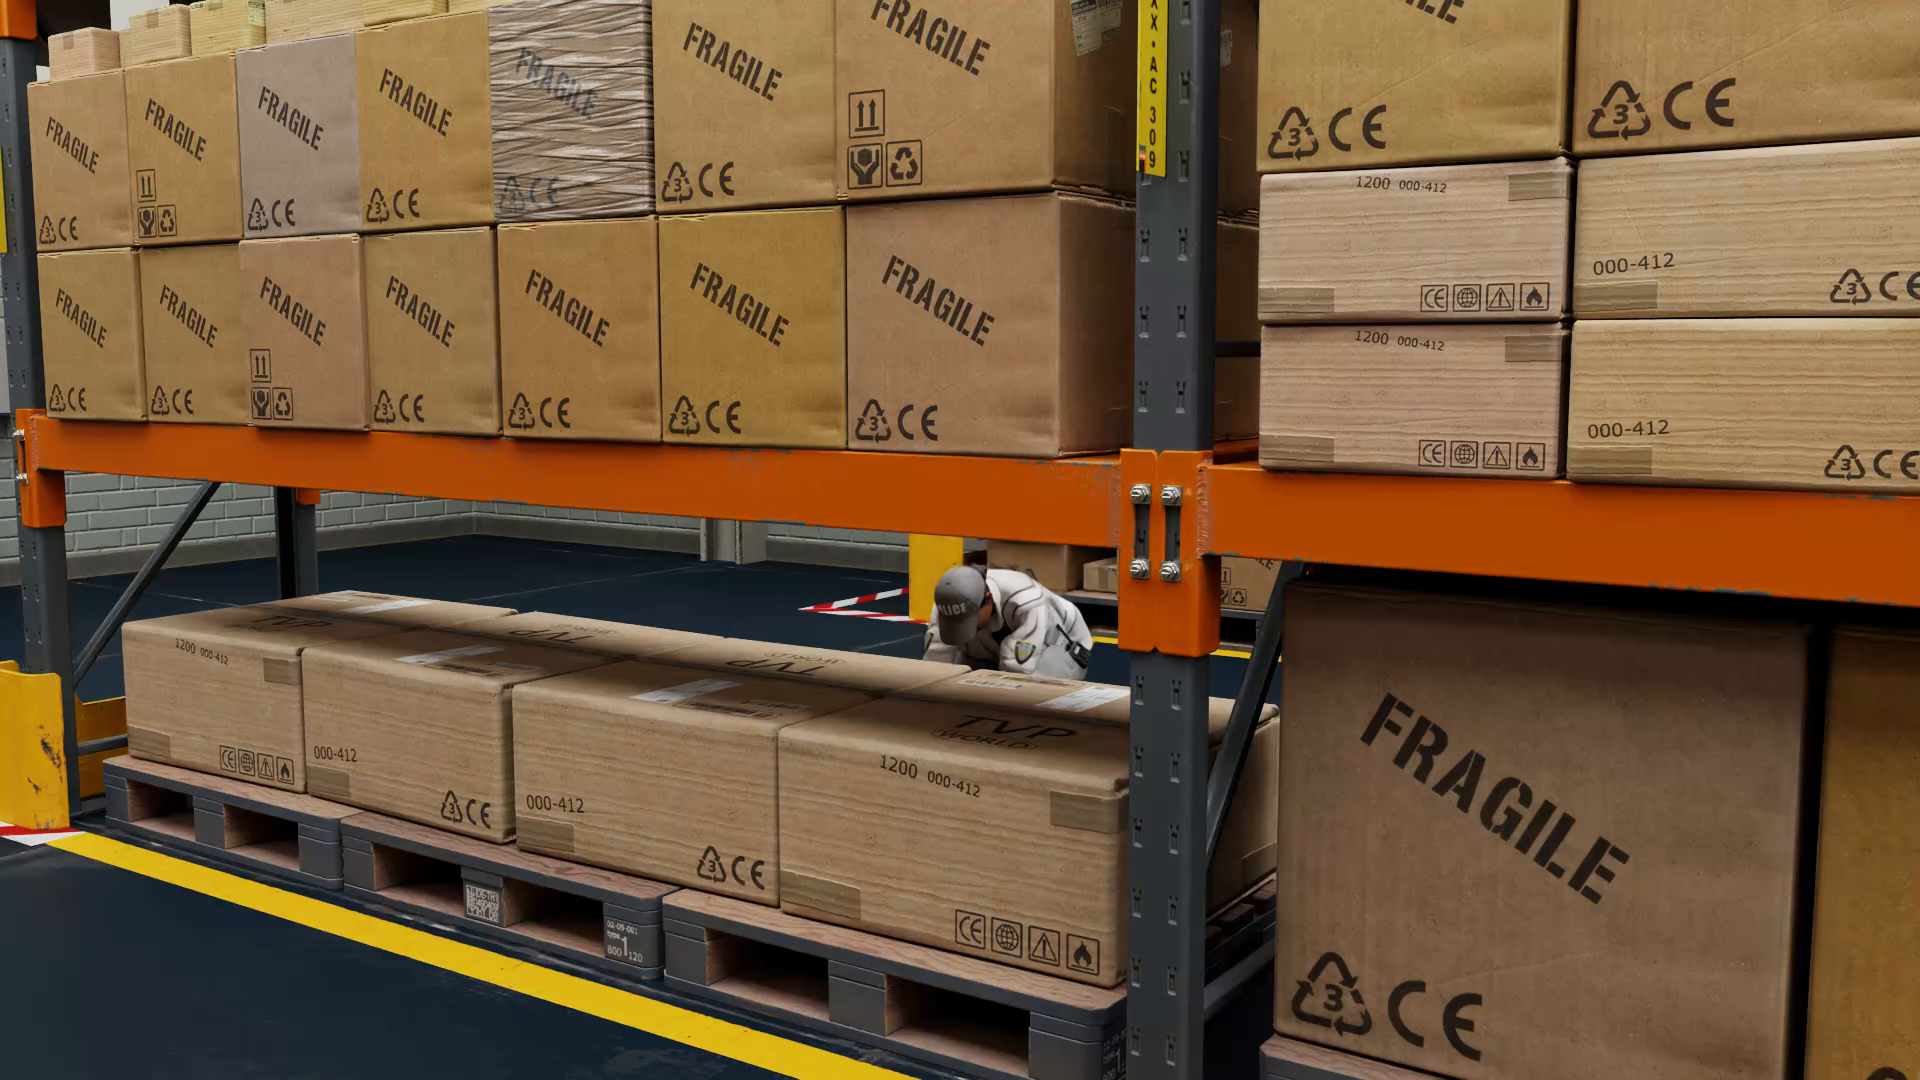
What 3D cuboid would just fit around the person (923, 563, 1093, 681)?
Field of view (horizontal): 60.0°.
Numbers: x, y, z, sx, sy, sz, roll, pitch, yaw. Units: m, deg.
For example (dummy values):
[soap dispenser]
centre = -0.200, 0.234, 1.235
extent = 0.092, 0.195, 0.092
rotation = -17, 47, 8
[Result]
[person]
centre = 0.148, 0.456, 6.090
extent = 0.531, 0.807, 0.871
rotation = 4, 8, 33
